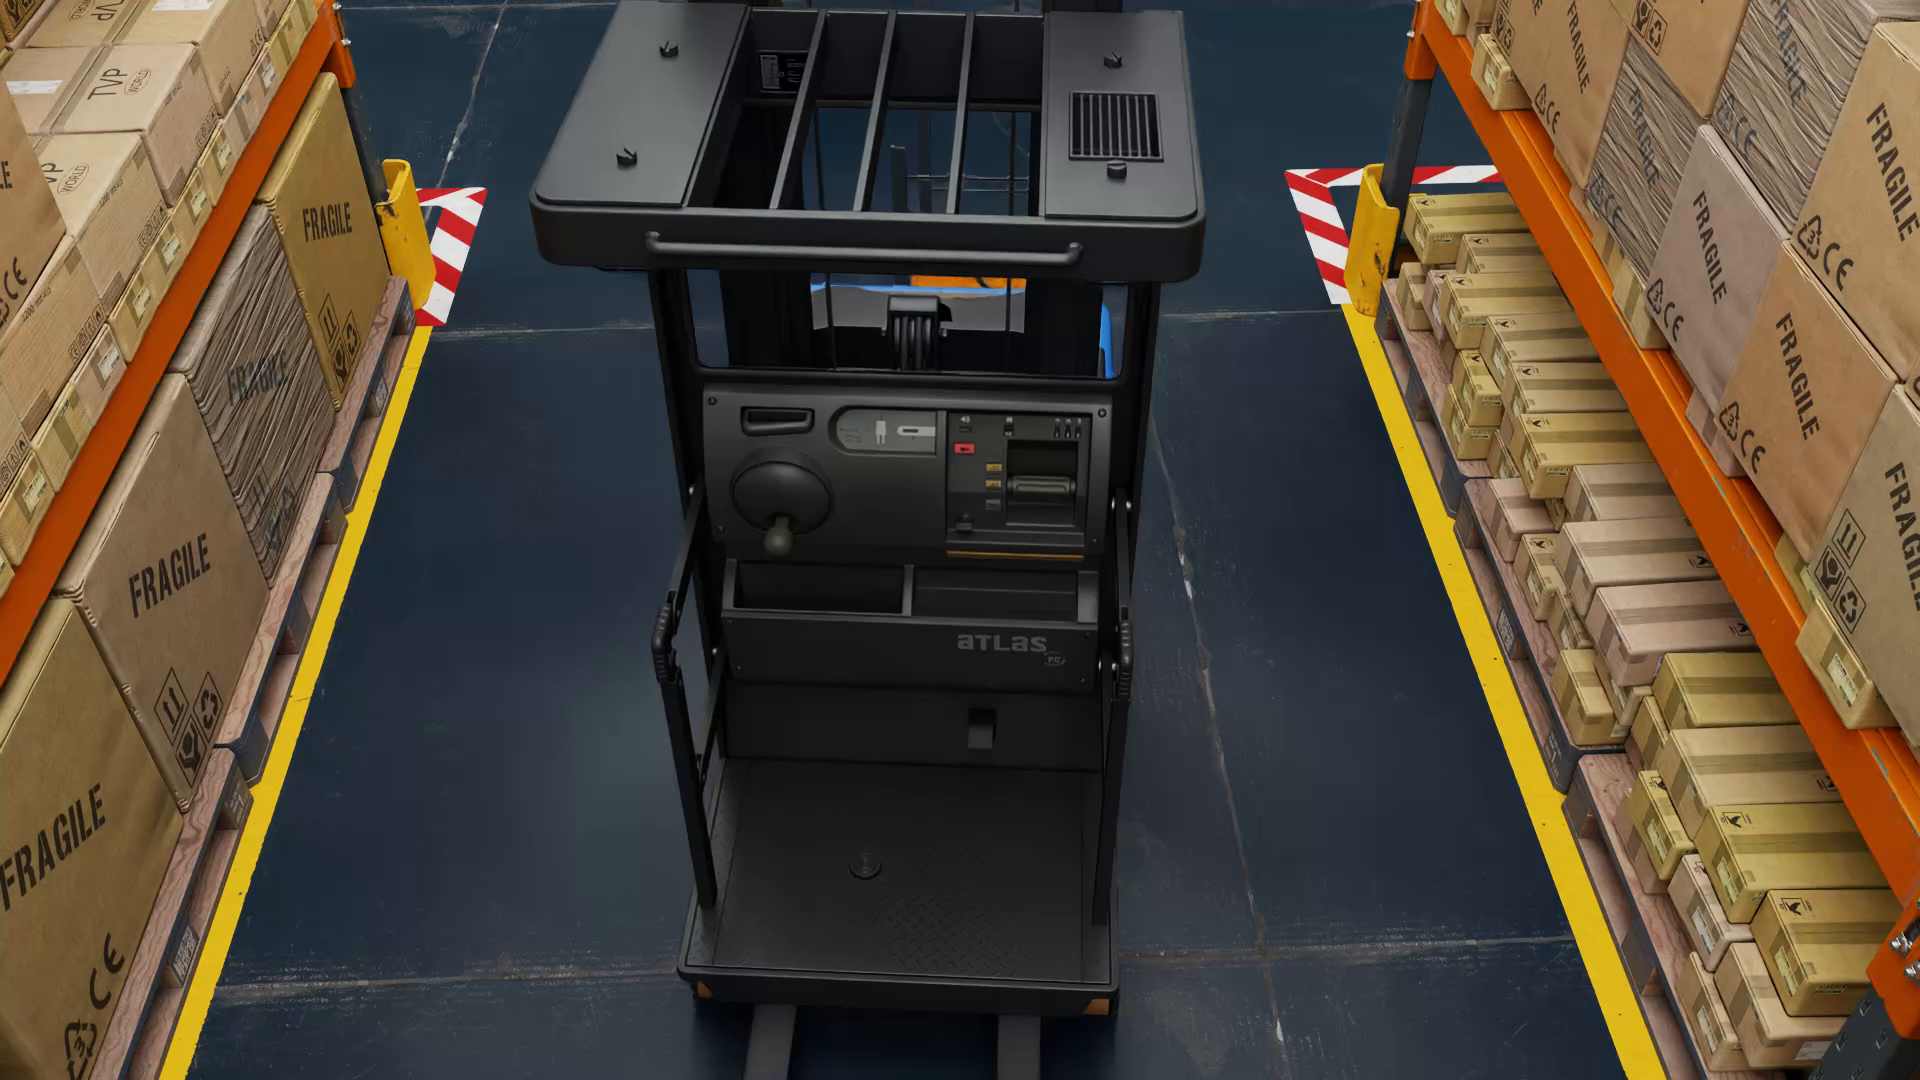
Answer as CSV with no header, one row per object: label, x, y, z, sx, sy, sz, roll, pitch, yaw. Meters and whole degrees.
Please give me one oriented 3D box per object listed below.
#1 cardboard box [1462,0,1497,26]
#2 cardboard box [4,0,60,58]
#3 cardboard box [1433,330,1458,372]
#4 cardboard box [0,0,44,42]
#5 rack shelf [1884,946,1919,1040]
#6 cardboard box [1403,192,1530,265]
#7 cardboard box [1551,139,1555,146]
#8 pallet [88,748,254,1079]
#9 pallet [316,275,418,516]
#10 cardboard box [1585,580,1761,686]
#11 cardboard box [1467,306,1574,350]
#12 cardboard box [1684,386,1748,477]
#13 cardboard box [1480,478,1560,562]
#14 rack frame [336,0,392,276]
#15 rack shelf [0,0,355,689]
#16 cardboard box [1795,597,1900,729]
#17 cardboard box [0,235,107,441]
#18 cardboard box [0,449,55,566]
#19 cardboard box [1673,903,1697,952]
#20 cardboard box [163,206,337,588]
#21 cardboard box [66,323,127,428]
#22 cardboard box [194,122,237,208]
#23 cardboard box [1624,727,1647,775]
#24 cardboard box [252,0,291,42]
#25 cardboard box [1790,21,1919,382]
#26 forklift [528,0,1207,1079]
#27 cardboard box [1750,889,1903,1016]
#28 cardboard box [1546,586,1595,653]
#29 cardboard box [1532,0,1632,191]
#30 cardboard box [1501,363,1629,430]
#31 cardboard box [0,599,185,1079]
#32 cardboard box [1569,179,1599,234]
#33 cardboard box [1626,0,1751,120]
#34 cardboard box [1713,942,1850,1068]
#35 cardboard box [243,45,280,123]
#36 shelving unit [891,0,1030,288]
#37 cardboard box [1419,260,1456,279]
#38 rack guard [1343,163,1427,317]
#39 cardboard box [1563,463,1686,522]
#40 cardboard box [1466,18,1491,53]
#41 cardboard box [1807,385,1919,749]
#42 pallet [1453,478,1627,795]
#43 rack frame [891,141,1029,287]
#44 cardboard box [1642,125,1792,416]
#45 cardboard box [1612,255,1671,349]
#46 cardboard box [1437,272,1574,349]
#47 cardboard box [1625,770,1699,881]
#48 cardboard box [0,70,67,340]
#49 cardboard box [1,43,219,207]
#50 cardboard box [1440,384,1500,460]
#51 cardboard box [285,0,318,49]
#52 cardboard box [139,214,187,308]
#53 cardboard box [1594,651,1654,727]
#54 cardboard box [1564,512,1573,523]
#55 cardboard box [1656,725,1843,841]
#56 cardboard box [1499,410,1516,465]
cardboard box,1.930,-2.027,5.448,0.500,0.500,0.500,0,43,0
cardboard box,-2.994,-1.490,5.046,0.500,0.250,0.500,-2,43,-2
cardboard box,1.982,-0.759,6.157,0.380,0.149,0.250,-2,43,-2
cardboard box,-3.001,-1.779,4.807,0.500,0.500,0.500,-3,43,-3
rack shelf,2.441,2.124,1.745,1.077,0.370,4.000,-2,43,-2
cardboard box,1.869,-1.152,6.145,0.380,0.149,0.250,-3,43,-4
cardboard box,2.031,-1.346,5.185,0.380,0.149,0.250,0,43,0
pallet,-2.558,1.095,4.399,1.003,0.211,1.213,-2,43,-2
pallet,-2.661,-0.552,6.196,1.003,0.211,1.213,-2,43,-2
cardboard box,1.976,0.256,4.610,0.380,0.149,0.250,-4,43,-4
cardboard box,2.006,-0.695,5.867,0.380,0.149,0.250,-1,43,-1
cardboard box,2.011,-0.295,4.038,0.380,0.149,0.250,-3,43,-4
cardboard box,1.930,-0.075,5.411,0.380,0.149,0.250,-4,43,-4
rack frame,-2.773,-2.118,5.841,1.000,3.000,0.127,-2,43,-2
rack shelf,-2.688,-0.502,4.611,1.077,0.370,4.000,-2,43,-2
cardboard box,1.991,0.244,3.450,0.380,0.149,0.250,-3,43,-3
cardboard box,-2.405,-0.482,3.947,0.500,0.250,0.500,-1,43,-1
cardboard box,-2.320,-0.067,3.789,0.380,0.149,0.250,-3,43,-3
cardboard box,2.072,0.972,4.269,0.380,0.149,0.250,-1,43,-1
cardboard box,-2.628,-0.445,5.277,0.875,0.875,0.875,-2,43,-2
cardboard box,-2.339,-0.409,4.162,0.380,0.149,0.250,-1,43,-1
cardboard box,-2.384,-1.105,4.921,0.380,0.149,0.250,-3,43,-3
cardboard box,2.106,0.614,4.659,0.380,0.149,0.250,-3,43,-3
cardboard box,-2.488,-1.853,5.442,0.500,0.250,0.500,-2,43,-2
cardboard box,2.039,-0.665,3.221,0.500,0.500,0.500,-3,43,-3
forklift,-0.131,-0.063,3.650,1.130,2.935,3.031,2,43,2
cardboard box,2.081,0.953,3.850,0.380,0.149,0.250,-1,43,-1
cardboard box,2.011,0.273,5.031,0.380,0.149,0.250,-1,43,-1
cardboard box,1.986,-1.336,4.693,0.500,0.500,0.500,-1,43,-1
cardboard box,1.979,-0.443,5.372,0.380,0.149,0.250,0,43,0
cardboard box,-2.552,0.763,3.959,0.875,0.875,0.875,-2,43,-2
cardboard box,2.000,-0.995,4.802,0.380,0.149,0.250,-2,43,-3
cardboard box,1.993,-1.360,3.980,0.500,0.500,0.500,-3,43,-3
cardboard box,2.025,1.091,3.918,0.380,0.149,0.250,-1,43,-1
cardboard box,-2.407,-1.448,5.296,0.380,0.149,0.250,-2,43,-2
shelving unit,0.079,-0.924,5.648,0.587,1.500,1.083,2,43,2
cardboard box,1.952,-1.044,6.248,0.380,0.149,0.250,0,43,0
rack guard,2.190,-1.219,6.710,1.175,0.500,0.348,-2,43,-2
cardboard box,2.051,-0.097,4.994,0.380,0.149,0.250,-2,43,-2
cardboard box,1.925,-1.700,5.571,0.380,0.149,0.250,0,43,0
cardboard box,2.054,0.044,3.188,0.500,0.500,0.500,-2,43,-2
pallet,2.238,0.258,5.312,1.003,0.211,1.213,-2,43,-2
rack frame,0.053,-0.575,5.267,0.500,1.500,0.032,2,43,2
cardboard box,2.013,-0.643,3.937,0.500,0.500,0.500,-2,43,-2
cardboard box,1.972,-0.638,4.412,0.380,0.149,0.250,-1,43,-1
cardboard box,1.884,-0.795,5.756,0.380,0.149,0.250,-2,43,-2
cardboard box,1.972,0.729,4.314,0.380,0.149,0.250,-3,43,-3
cardboard box,-2.408,-0.763,3.698,0.500,0.500,0.500,-3,43,-3
cardboard box,-2.445,-1.167,4.694,0.500,0.250,0.500,-3,43,-3
cardboard box,1.901,-0.415,5.782,0.380,0.149,0.250,-1,43,-1
cardboard box,-2.429,-1.794,5.673,0.380,0.149,0.250,-1,43,-1
cardboard box,-2.365,-0.762,4.548,0.380,0.149,0.250,-1,43,-1
cardboard box,2.029,0.385,4.689,0.380,0.149,0.250,-1,43,-1
cardboard box,2.069,0.022,5.085,0.380,0.149,0.250,0,43,0
cardboard box,2.013,0.613,4.220,0.380,0.149,0.250,-2,43,-2
cardboard box,2.015,-0.342,5.483,0.380,0.149,0.250,-4,43,-4
